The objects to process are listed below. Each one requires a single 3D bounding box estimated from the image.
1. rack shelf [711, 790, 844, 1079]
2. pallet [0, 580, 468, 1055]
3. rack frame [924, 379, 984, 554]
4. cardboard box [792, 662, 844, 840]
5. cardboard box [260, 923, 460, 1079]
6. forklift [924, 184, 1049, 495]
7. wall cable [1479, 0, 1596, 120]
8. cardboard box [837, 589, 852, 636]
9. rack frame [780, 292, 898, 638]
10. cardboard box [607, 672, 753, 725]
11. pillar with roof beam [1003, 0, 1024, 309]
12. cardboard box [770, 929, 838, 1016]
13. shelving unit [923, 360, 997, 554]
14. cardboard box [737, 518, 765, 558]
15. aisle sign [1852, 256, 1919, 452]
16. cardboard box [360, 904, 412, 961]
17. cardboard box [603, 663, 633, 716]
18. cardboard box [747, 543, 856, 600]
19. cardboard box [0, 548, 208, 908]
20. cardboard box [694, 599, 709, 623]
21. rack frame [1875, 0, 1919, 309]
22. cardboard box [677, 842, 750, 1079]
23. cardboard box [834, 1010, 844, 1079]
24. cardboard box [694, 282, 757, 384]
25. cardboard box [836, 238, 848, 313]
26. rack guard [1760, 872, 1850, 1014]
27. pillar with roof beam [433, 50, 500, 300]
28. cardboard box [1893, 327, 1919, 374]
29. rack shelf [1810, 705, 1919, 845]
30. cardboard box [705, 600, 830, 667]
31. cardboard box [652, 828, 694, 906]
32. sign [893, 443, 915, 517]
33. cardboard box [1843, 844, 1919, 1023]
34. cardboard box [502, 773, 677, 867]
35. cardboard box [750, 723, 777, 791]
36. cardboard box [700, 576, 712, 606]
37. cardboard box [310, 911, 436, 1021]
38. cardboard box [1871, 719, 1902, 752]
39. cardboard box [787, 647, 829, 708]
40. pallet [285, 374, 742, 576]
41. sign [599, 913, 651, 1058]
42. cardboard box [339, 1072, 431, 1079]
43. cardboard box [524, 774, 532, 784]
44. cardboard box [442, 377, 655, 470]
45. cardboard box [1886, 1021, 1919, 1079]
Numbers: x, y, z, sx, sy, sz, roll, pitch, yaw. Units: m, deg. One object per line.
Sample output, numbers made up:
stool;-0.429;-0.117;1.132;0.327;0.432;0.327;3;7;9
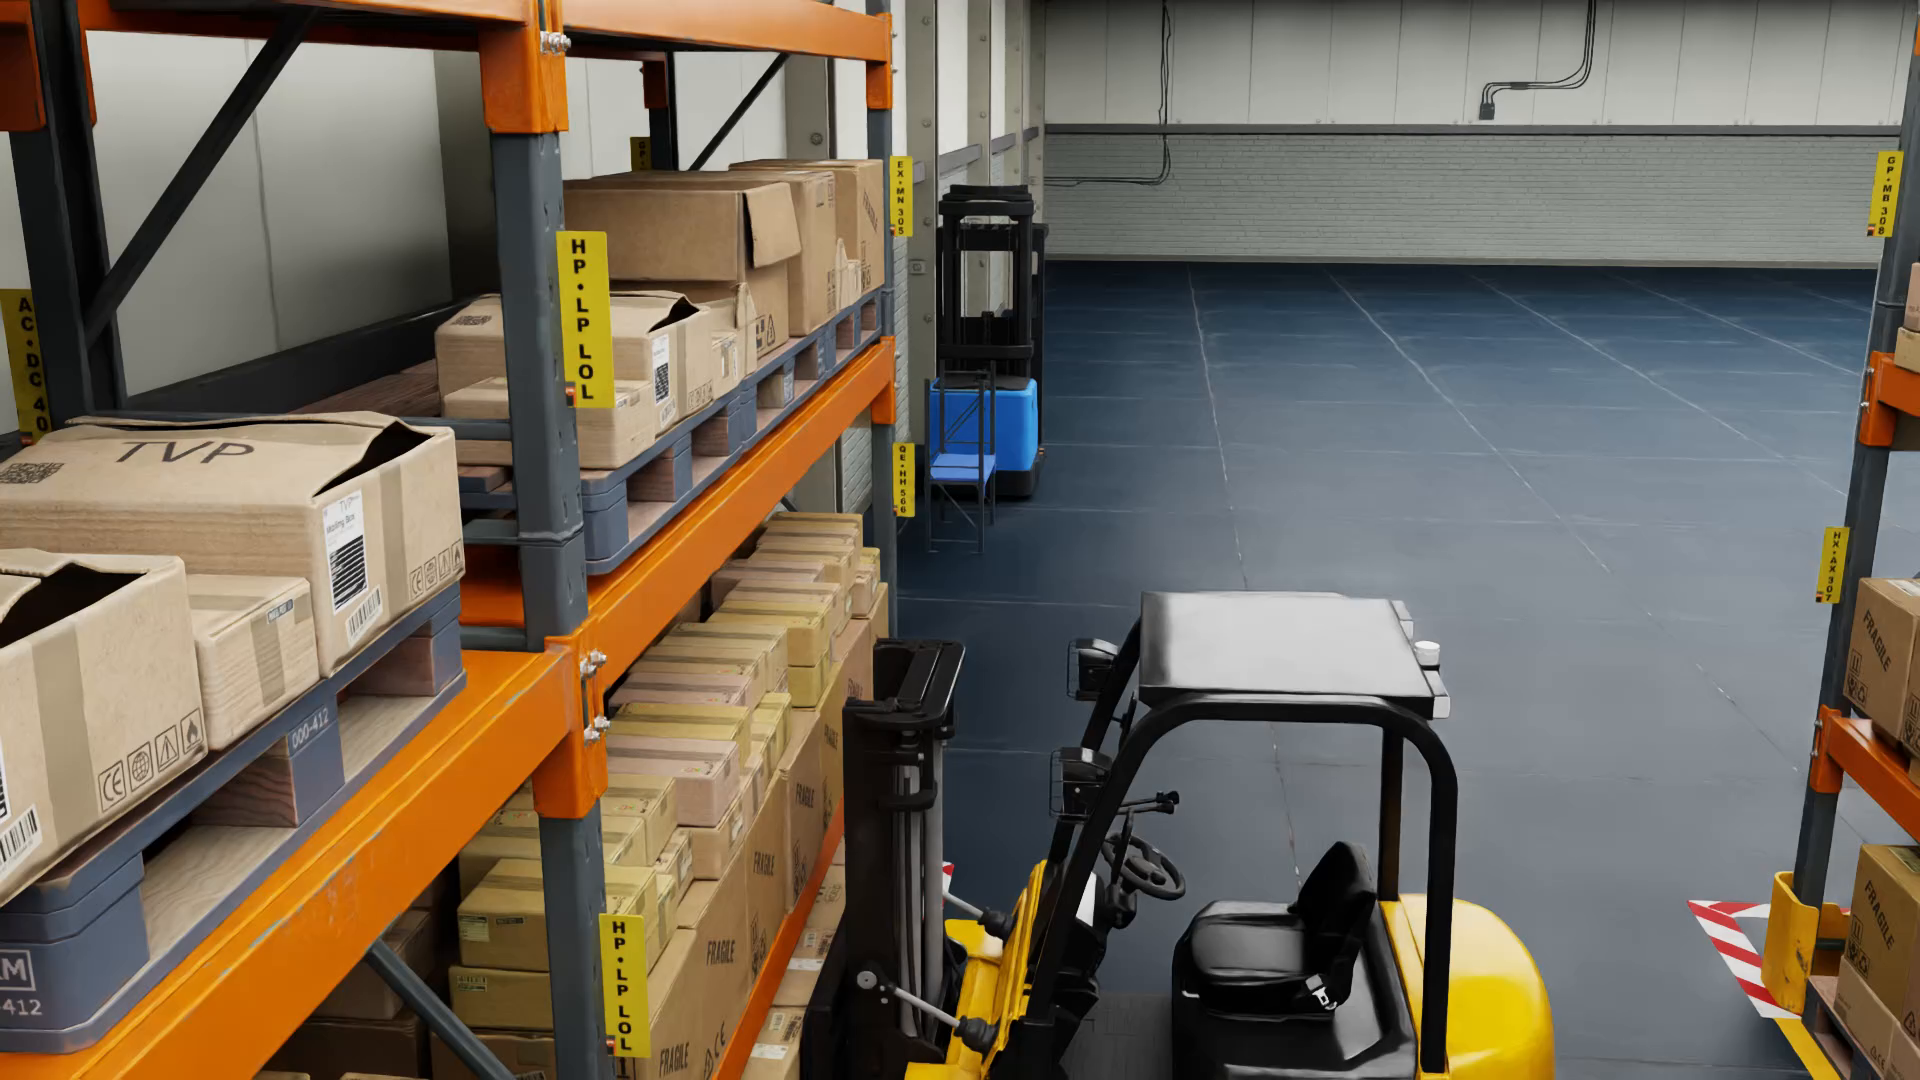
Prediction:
rack shelf;-1.010;1.259;5.639;1.077;0.370;4.000;2;15;6
pallet;-1.322;0.304;2.413;0.805;0.209;1.217;1;15;4
rack frame;-0.048;-0.614;14.061;0.500;1.500;0.032;2;15;6
cardboard box;-0.704;0.747;5.962;0.500;0.500;0.500;1;15;5
cardboard box;-1.453;1.257;4.074;0.500;0.500;0.500;2;15;6
forklift;0.332;-2.178;17.100;1.130;2.935;3.031;2;15;6
wall cable;12.704;-12.213;36.074;2.305;6.003;0.169;2;15;6
cardboard box;-0.634;0.262;6.512;0.380;0.149;0.250;2;15;7
rack frame;-0.784;0.393;7.464;1.000;3.000;0.127;2;15;6
cardboard box;-0.838;0.515;5.008;0.380;0.149;0.250;2;15;6
pillar with roof beam;5.227;-8.447;28.662;9.100;9.000;0.400;2;15;6
cardboard box;-0.690;1.558;5.701;0.500;0.250;0.500;1;15;5
shelving unit;0.010;-0.746;14.548;0.538;1.500;1.048;2;15;6
cardboard box;-1.034;-0.032;7.028;0.380;0.149;0.250;1;15;5
aisle sign;3.847;-0.742;6.680;0.394;0.787;0.004;2;15;6
cardboard box;-1.500;0.833;3.829;0.380;0.149;0.250;2;15;6
cardboard box;-1.264;0.437;5.294;0.380;0.149;0.250;2;15;8
cardboard box;-0.615;0.120;6.467;0.380;0.149;0.250;2;15;8
cardboard box;-1.162;0.168;1.722;0.500;0.311;0.500;1;15;4
cardboard box;-1.170;0.311;6.332;0.380;0.149;0.250;1;15;4
rack frame;4.148;-2.358;6.143;1.000;3.000;0.127;2;15;6
cardboard box;-0.884;1.139;4.512;0.500;0.500;0.500;2;15;7
cardboard box;-0.693;1.805;5.745;0.500;0.250;0.500;2;15;6
cardboard box;-0.766;-0.580;4.576;0.396;0.266;0.258;1;15;5
cardboard box;-0.605;-0.952;5.951;0.396;0.266;0.258;2;15;6
rack guard;4.140;1.764;7.180;1.175;0.500;0.348;2;15;6
pillar with roof beam;2.519;-2.223;5.642;9.100;9.000;0.400;2;15;6
cardboard box;3.788;-0.712;6.285;0.380;0.149;0.250;2;15;6
rack shelf;3.923;1.404;5.102;1.077;0.370;4.000;2;15;6
cardboard box;-0.660;0.321;5.725;0.380;0.149;0.250;2;15;7
cardboard box;-0.909;0.858;4.308;0.380;0.149;0.250;2;15;6
sign;-0.247;-0.261;7.209;0.100;0.325;0.005;2;15;6
cardboard box;3.780;1.508;6.366;0.500;0.500;0.500;1;15;4
cardboard box;-0.945;0.714;4.270;0.380;0.149;0.250;1;15;5
cardboard box;-0.765;0.663;5.031;0.380;0.149;0.250;1;15;4
cardboard box;-1.156;0.168;6.290;0.380;0.149;0.250;2;15;7
cardboard box;-1.454;0.978;3.866;0.380;0.149;0.250;2;15;6
cardboard box;3.904;0.741;6.656;0.380;0.149;0.250;2;15;6
cardboard box;-0.665;0.463;5.770;0.380;0.149;0.250;2;15;7
pallet;-1.165;-0.197;4.068;1.003;0.211;1.213;2;15;6
sign;-0.695;0.923;3.436;0.100;0.325;0.005;2;15;6
cardboard box;-1.053;1.164;3.177;0.380;0.149;0.250;2;15;8
cardboard box;-1.311;0.713;4.843;0.380;0.149;0.250;2;15;8
cardboard box;-0.883;-0.255;3.598;0.380;0.149;0.250;2;15;7
cardboard box;3.717;1.996;5.998;0.500;0.250;0.500;2;15;8
